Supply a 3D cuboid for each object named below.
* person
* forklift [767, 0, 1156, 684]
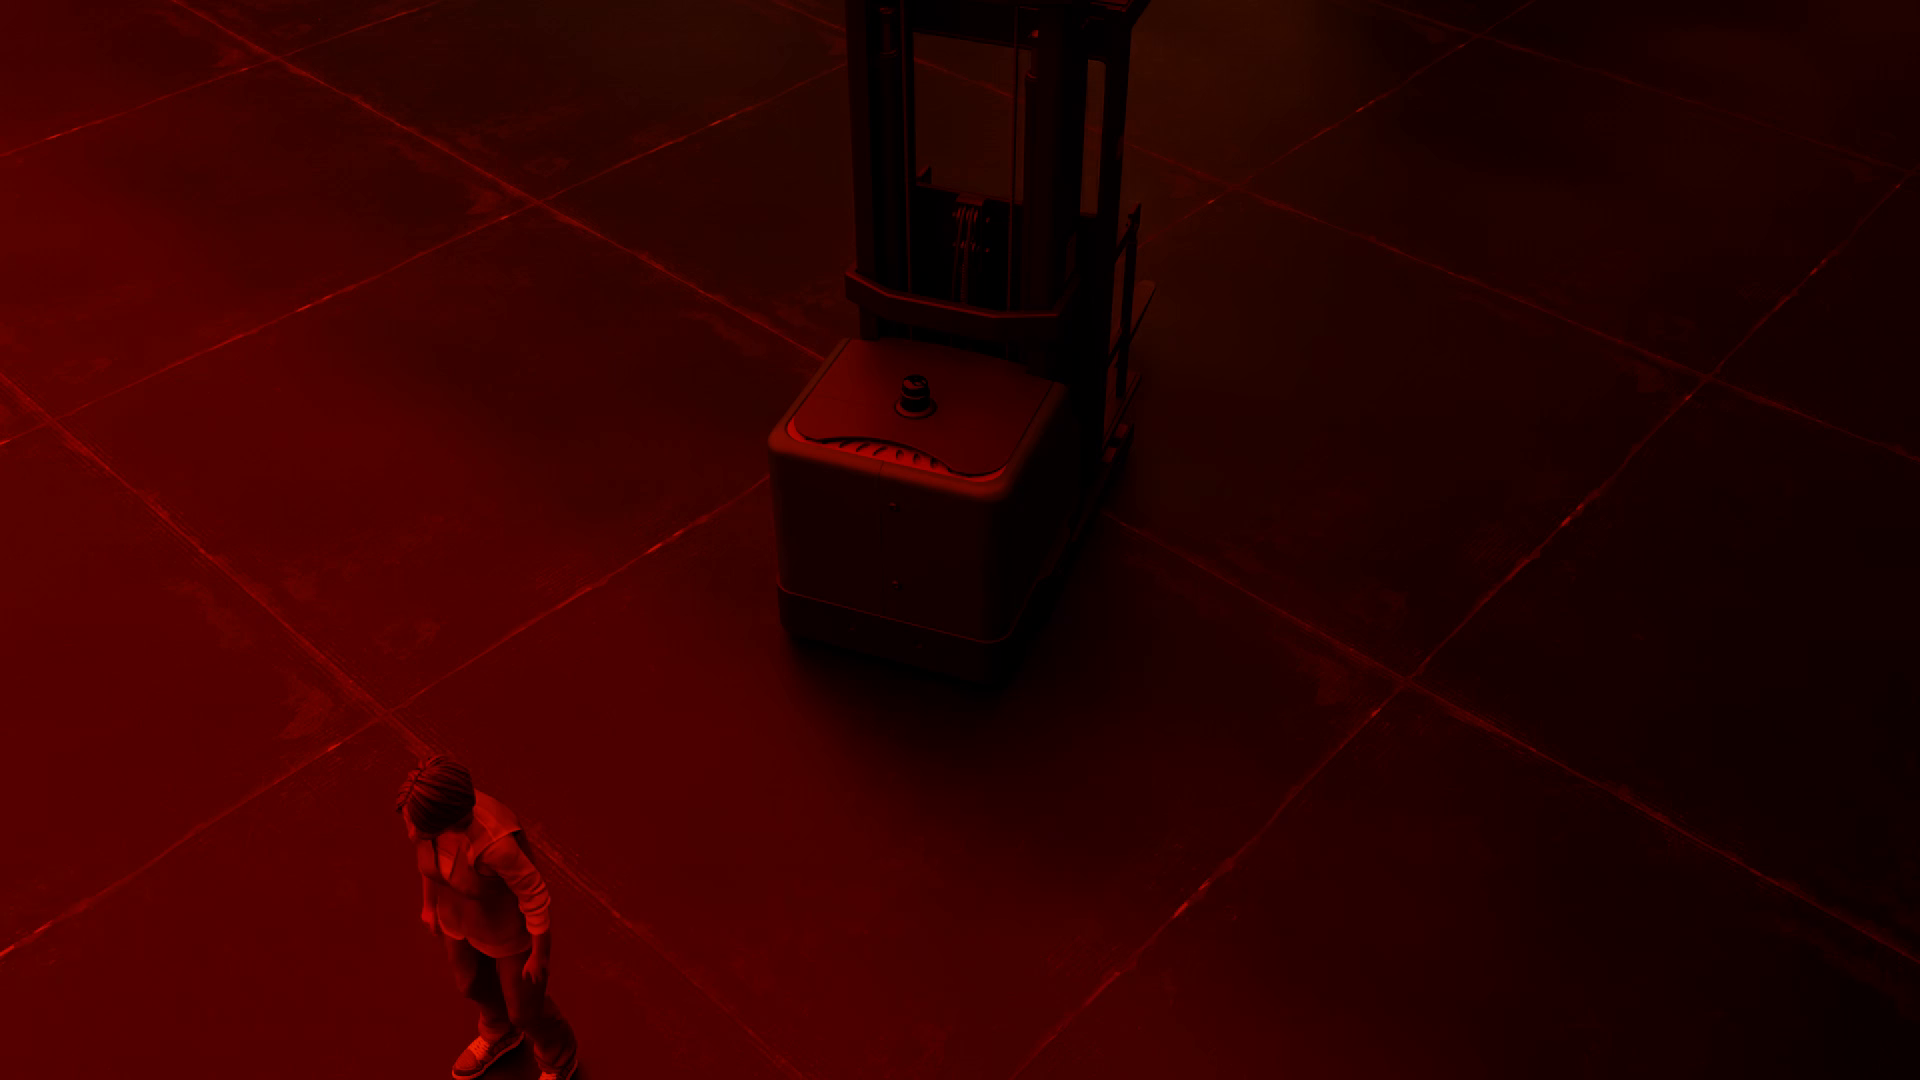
[{"bbox_3d":[-1.434,1.183,5.078,0.475,1.592,0.348,19,44,21],"label":"person"},{"bbox_3d":[0.211,-1.484,7.158,1.130,2.935,3.031,14,42,15],"label":"forklift"}]
